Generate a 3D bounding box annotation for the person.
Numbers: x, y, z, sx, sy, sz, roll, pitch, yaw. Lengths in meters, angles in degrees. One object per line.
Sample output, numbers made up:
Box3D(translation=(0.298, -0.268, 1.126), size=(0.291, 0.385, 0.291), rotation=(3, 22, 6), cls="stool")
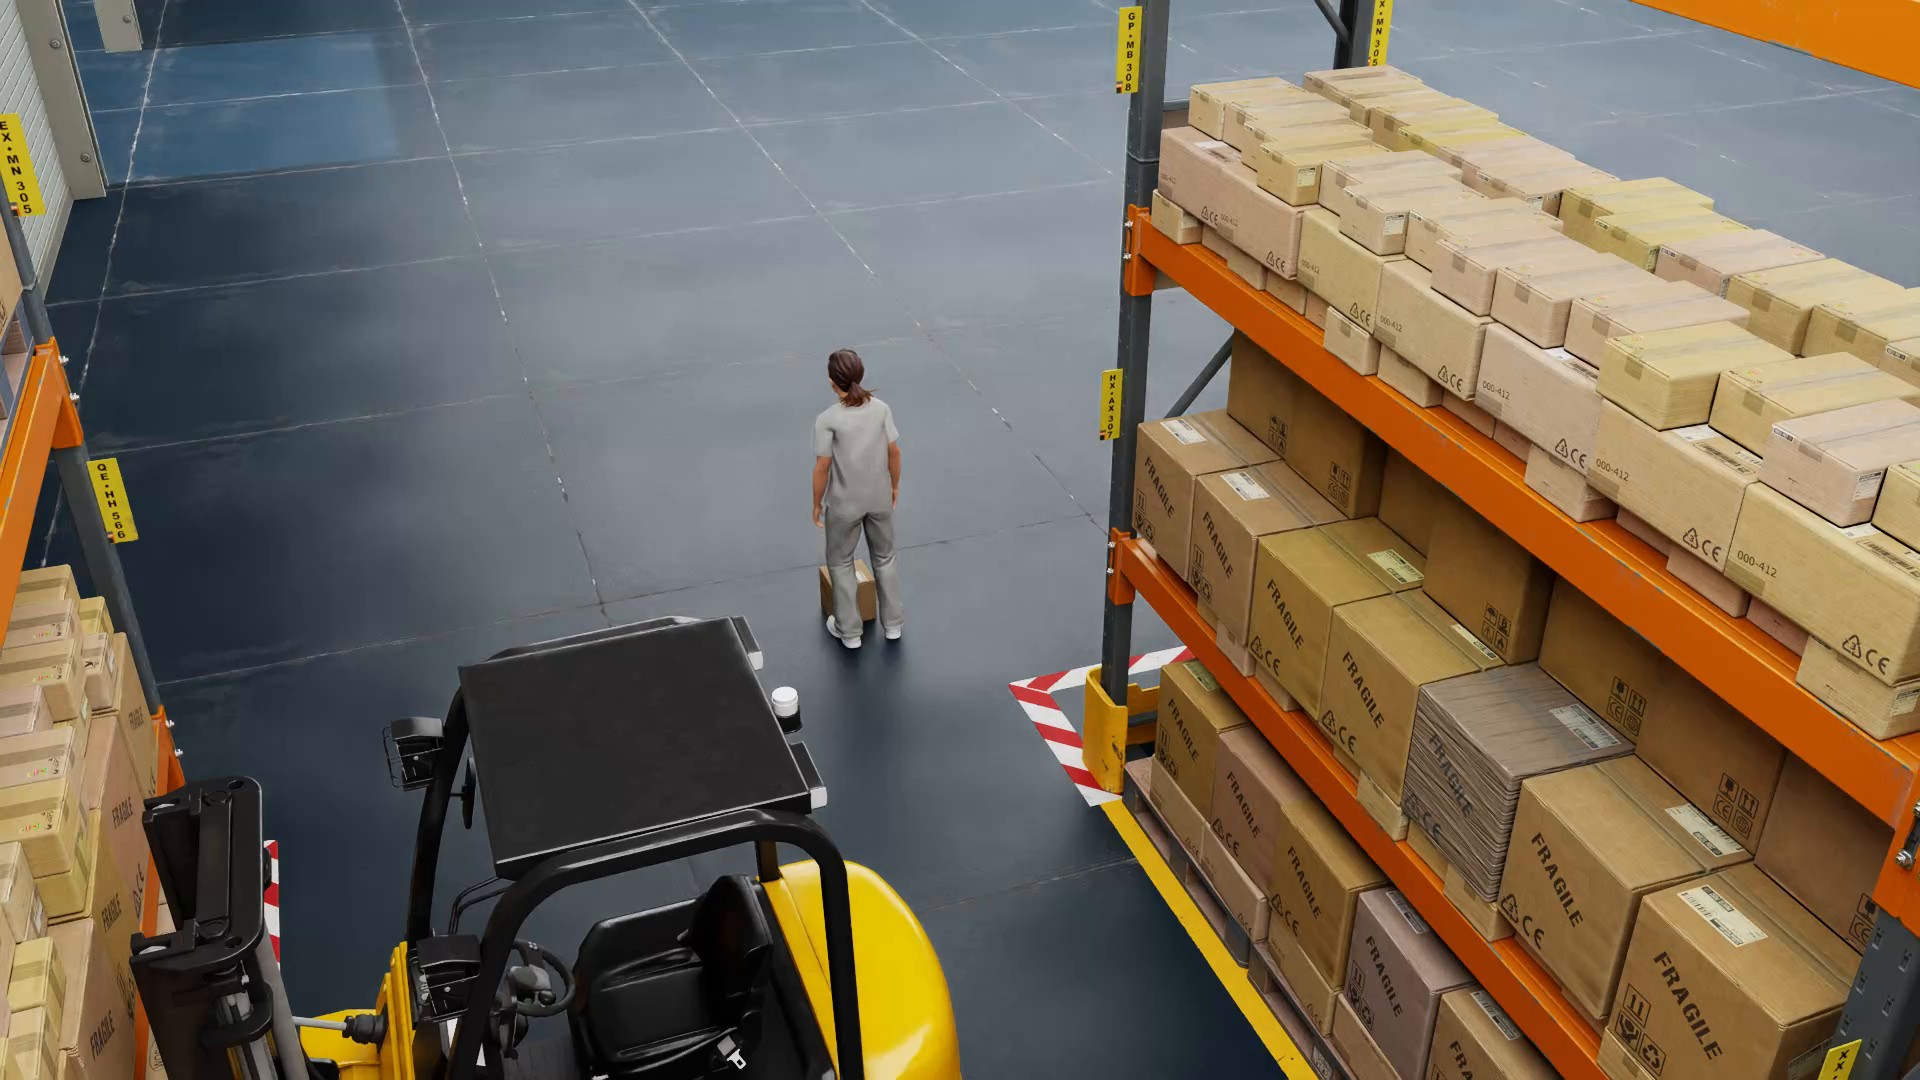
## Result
Box3D(translation=(-0.532, -0.207, 8.701), size=(0.514, 1.671, 0.361), rotation=(-12, 32, -20), cls="person")
